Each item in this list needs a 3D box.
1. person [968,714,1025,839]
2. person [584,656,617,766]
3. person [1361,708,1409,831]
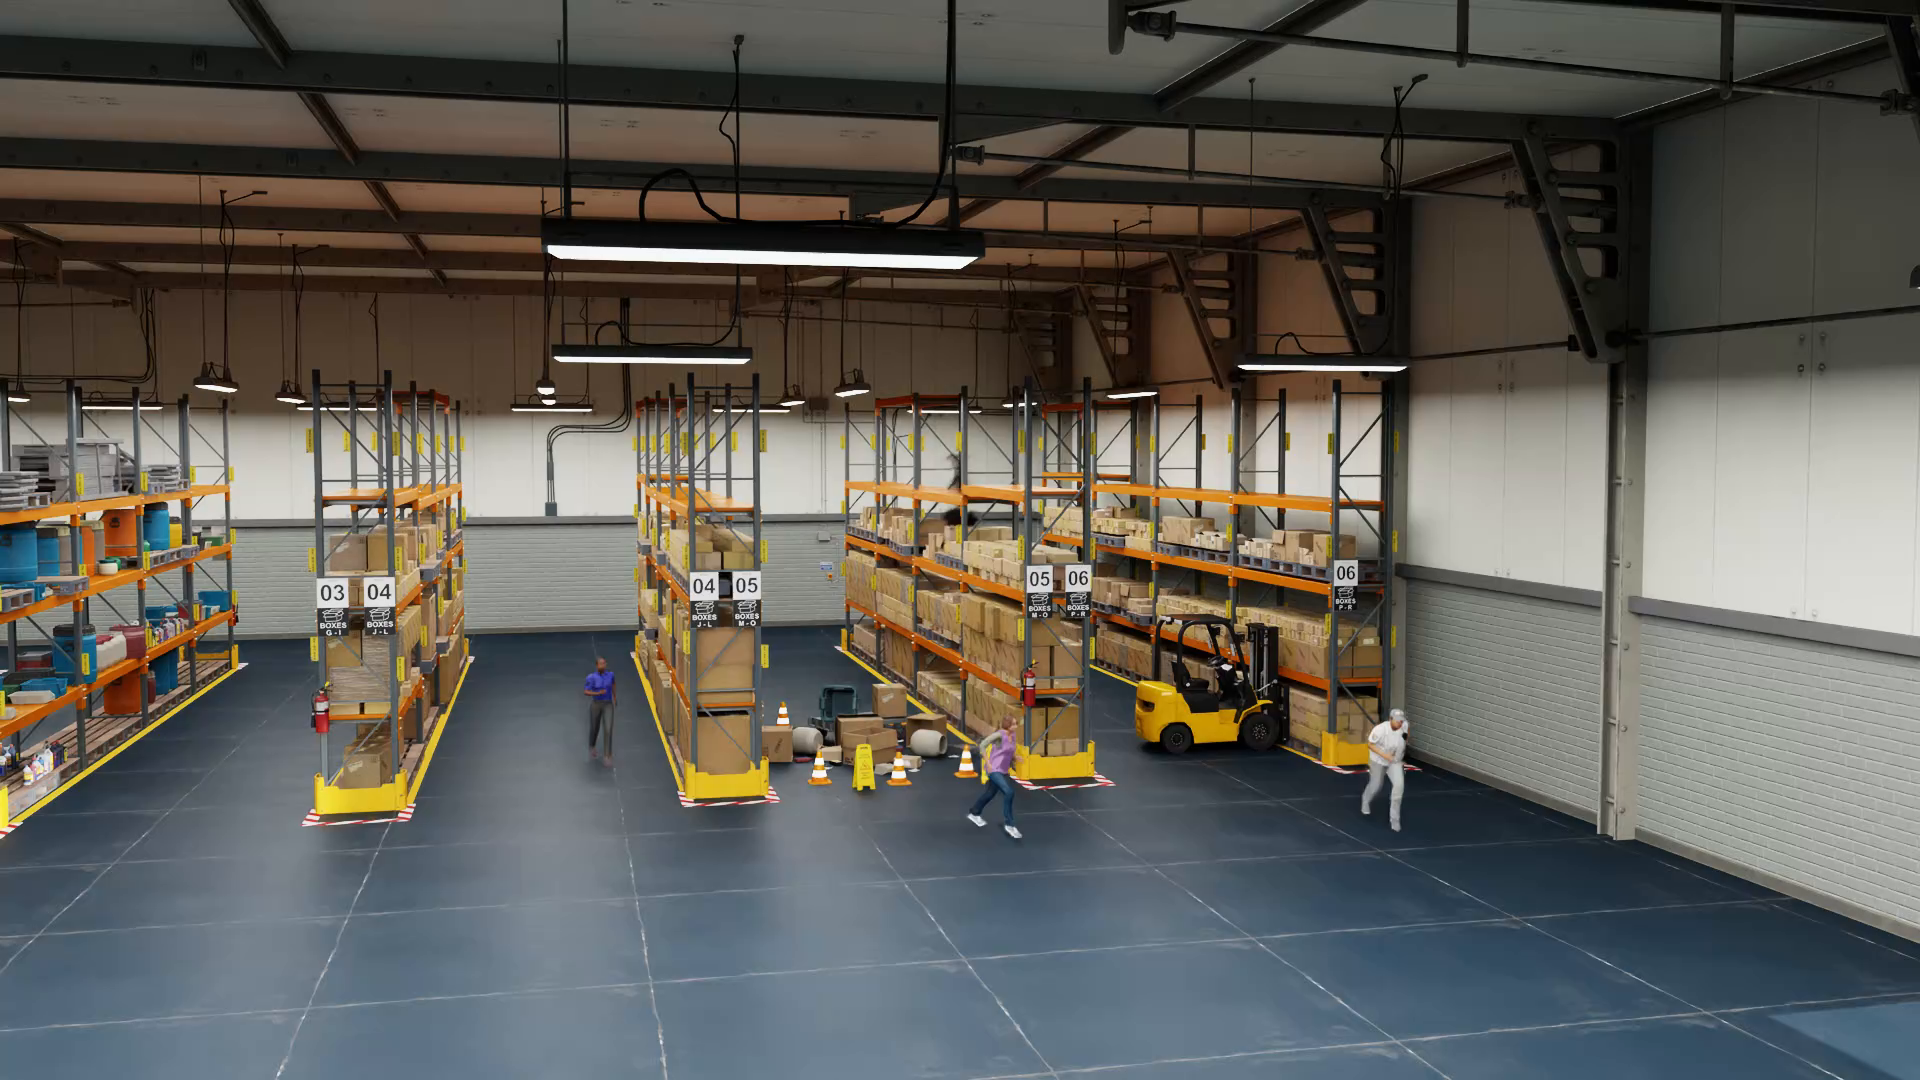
[{"bbox_3d":[0.440,2.994,21.327,0.864,1.576,0.529,2,4,35],"label":"person"},{"bbox_3d":[-5.628,2.645,26.051,0.566,1.662,0.929,-2,4,-25],"label":"person"},{"bbox_3d":[5.600,2.975,21.920,0.648,1.627,1.036,-1,3,-14],"label":"person"}]
